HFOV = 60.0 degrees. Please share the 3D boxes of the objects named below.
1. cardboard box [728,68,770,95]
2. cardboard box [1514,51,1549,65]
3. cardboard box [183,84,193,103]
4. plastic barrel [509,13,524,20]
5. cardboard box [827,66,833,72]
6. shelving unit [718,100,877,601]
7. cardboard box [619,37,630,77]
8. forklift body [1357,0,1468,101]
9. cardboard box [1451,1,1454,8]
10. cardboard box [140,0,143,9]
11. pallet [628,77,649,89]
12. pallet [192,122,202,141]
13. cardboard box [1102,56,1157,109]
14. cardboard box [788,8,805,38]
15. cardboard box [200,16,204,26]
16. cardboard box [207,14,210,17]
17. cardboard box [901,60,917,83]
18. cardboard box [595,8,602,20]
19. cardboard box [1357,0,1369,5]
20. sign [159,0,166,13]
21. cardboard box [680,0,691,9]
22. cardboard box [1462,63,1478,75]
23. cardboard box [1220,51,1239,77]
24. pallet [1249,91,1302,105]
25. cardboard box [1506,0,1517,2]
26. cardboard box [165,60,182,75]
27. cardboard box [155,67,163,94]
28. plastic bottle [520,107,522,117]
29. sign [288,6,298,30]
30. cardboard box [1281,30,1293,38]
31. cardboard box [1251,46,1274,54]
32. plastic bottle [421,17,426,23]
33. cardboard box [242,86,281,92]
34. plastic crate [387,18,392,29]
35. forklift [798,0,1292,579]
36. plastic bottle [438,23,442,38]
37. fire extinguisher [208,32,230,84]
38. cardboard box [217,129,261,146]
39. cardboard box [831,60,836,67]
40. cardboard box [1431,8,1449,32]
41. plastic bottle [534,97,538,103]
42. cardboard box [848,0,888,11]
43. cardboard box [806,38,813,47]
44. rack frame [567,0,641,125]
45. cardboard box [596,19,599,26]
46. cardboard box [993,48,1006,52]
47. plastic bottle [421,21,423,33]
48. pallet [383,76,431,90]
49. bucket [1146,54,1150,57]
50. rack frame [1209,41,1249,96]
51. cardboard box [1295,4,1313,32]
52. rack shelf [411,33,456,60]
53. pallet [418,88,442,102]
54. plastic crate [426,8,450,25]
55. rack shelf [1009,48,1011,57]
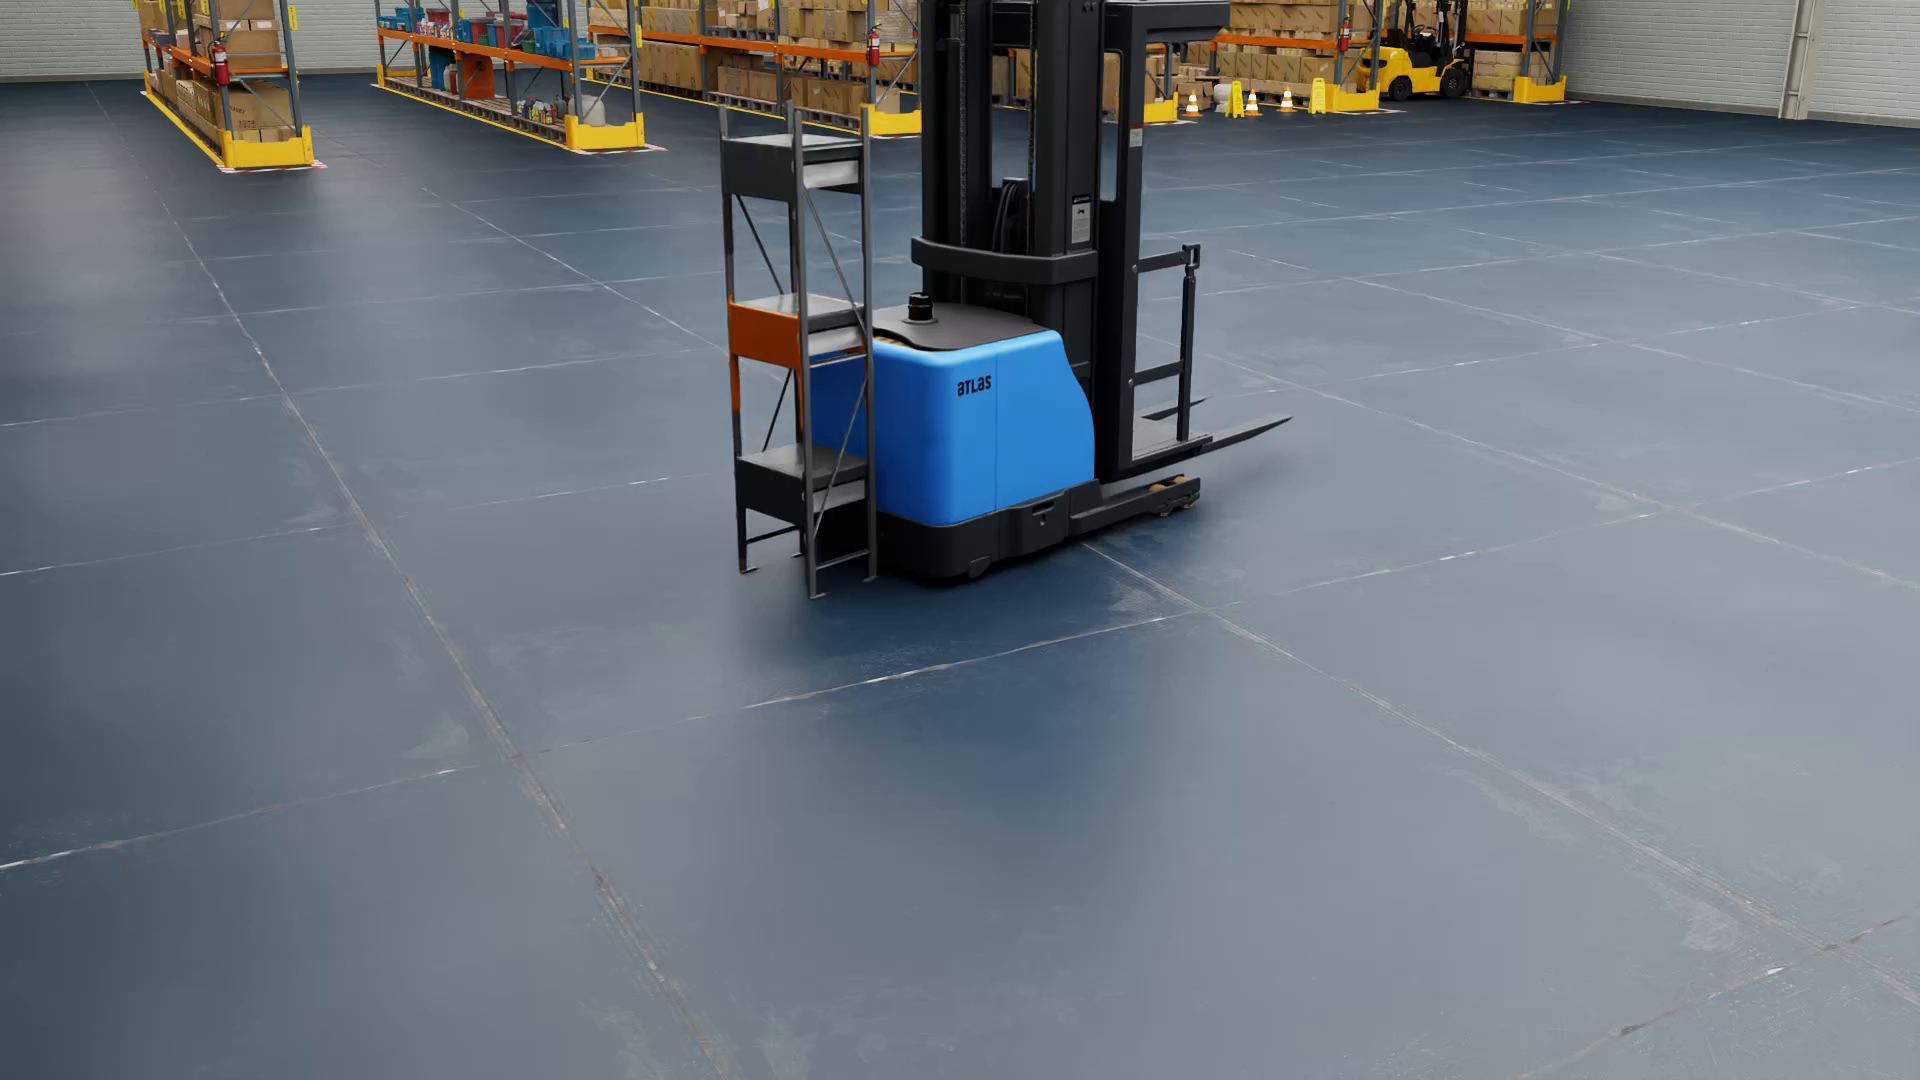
[{"bbox_3d":[-4.242,-9.242,33.473,0.700,0.500,0.500,-12,22,-31],"label":"cardboard box"},{"bbox_3d":[11.973,-10.109,34.867,0.500,0.250,0.500,-10,22,-27],"label":"cardboard box"},{"bbox_3d":[-12.840,-7.553,28.132,0.500,0.311,0.500,-10,22,-27],"label":"cardboard box"},{"bbox_3d":[-8.127,-9.354,30.433,0.433,0.535,0.433,0,19,0],"label":"plastic barrel"},{"bbox_3d":[-3.057,-11.513,40.626,0.380,0.149,0.250,-11,22,-28],"label":"cardboard box"},{"bbox_3d":[-0.700,-0.826,7.305,0.503,2.100,0.431,18,26,42],"label":"shelving unit"},{"bbox_3d":[-7.422,-11.364,39.081,0.875,0.875,0.875,-10,21,-27],"label":"cardboard box"},{"bbox_3d":[9.528,-10.431,35.062,2.313,2.155,1.214,-10,21,-27],"label":"forklift body"},{"bbox_3d":[10.772,-11.493,35.692,0.380,0.149,0.250,-10,22,-28],"label":"cardboard box"},{"bbox_3d":[-16.904,-11.383,34.836,0.500,0.500,0.500,-10,21,-26],"label":"cardboard box"},{"bbox_3d":[-7.044,-10.622,38.591,1.003,0.211,1.213,-10,21,-27],"label":"pallet"},{"bbox_3d":[-12.057,-6.767,27.420,1.003,0.211,1.213,-10,21,-27],"label":"pallet"},{"bbox_3d":[2.979,-8.383,30.441,0.875,0.875,0.875,-10,21,-26],"label":"cardboard box"},{"bbox_3d":[-2.587,-9.314,29.915,0.875,0.500,0.500,-10,21,-27],"label":"cardboard box"},{"bbox_3d":[-11.230,-7.834,25.088,0.380,0.149,0.250,-11,22,-28],"label":"cardboard box"},{"bbox_3d":[-10.742,-7.982,24.523,0.700,0.500,0.500,-10,21,-27],"label":"cardboard box"},{"bbox_3d":[-0.982,-10.466,37.053,0.500,0.500,0.500,-10,21,-27],"label":"cardboard box"},{"bbox_3d":[-8.408,-12.600,39.822,0.500,0.250,0.500,-10,22,-27],"label":"cardboard box"},{"bbox_3d":[9.327,-12.341,38.149,0.380,0.149,0.250,-11,22,-28],"label":"cardboard box"},{"bbox_3d":[-14.045,-9.452,29.270,0.100,0.325,0.005,-10,21,-27],"label":"sign"},{"bbox_3d":[-5.492,-11.483,35.120,0.797,0.503,0.637,-9,21,-25],"label":"cardboard box"},{"bbox_3d":[11.036,-10.087,35.571,0.500,0.250,0.500,-11,22,-28],"label":"cardboard box"},{"bbox_3d":[5.811,-9.991,34.907,0.500,0.500,0.500,-9,21,-24],"label":"cardboard box"},{"bbox_3d":[6.702,-9.092,34.158,1.003,0.211,1.213,-10,21,-27],"label":"pallet"},{"bbox_3d":[11.534,-11.201,34.389,0.380,0.149,0.250,-10,21,-27],"label":"cardboard box"},{"bbox_3d":[-14.743,-8.950,31.478,0.500,0.250,0.500,-10,22,-28],"label":"cardboard box"},{"bbox_3d":[-15.992,-9.323,33.708,0.500,0.500,0.500,-10,21,-27],"label":"cardboard box"},{"bbox_3d":[-7.450,-7.314,28.344,0.097,0.201,0.097,0,19,0],"label":"plastic bottle"},{"bbox_3d":[-9.282,-7.263,23.132,0.100,0.325,0.005,-10,21,-27],"label":"sign"},{"bbox_3d":[6.633,-10.112,33.223,0.380,0.149,0.250,-10,22,-27],"label":"cardboard box"},{"bbox_3d":[6.194,-10.028,34.021,0.380,0.149,0.250,-9,21,-24],"label":"cardboard box"},{"bbox_3d":[-11.210,-10.757,34.782,0.144,0.351,0.185,-10,21,-27],"label":"plastic bottle"},{"bbox_3d":[-10.320,-6.458,24.671,0.500,0.500,0.500,-10,21,-27],"label":"cardboard box"},{"bbox_3d":[-12.557,-11.541,37.142,0.416,0.233,0.300,-10,21,-27],"label":"plastic crate"},{"bbox_3d":[0.600,-1.607,8.295,1.130,2.935,3.031,18,26,42],"label":"forklift"},{"bbox_3d":[-10.322,-10.118,33.033,0.061,0.283,0.133,-10,21,-27],"label":"plastic bottle"},{"bbox_3d":[-10.126,-6.589,22.748,0.296,0.674,0.183,-10,21,-27],"label":"fire extinguisher"},{"bbox_3d":[-10.288,-5.739,23.735,0.500,0.250,0.500,-10,21,-27],"label":"cardboard box"},{"bbox_3d":[-2.908,-11.558,40.298,0.380,0.149,0.250,-11,22,-29],"label":"cardboard box"},{"bbox_3d":[10.619,-11.306,36.144,0.500,0.500,0.500,-10,22,-27],"label":"cardboard box"},{"bbox_3d":[-7.167,-7.328,28.157,0.144,0.351,0.185,-10,21,-27],"label":"plastic bottle"},{"bbox_3d":[-1.532,-9.045,27.604,0.500,0.500,0.500,-10,21,-27],"label":"cardboard box"},{"bbox_3d":[-2.500,-8.831,29.512,0.380,0.149,0.250,-10,21,-27],"label":"cardboard box"},{"bbox_3d":[-5.412,-7.498,25.262,1.000,3.000,0.127,-10,21,-27],"label":"rack frame"},{"bbox_3d":[-8.528,-12.440,39.968,0.380,0.149,0.250,-11,22,-28],"label":"cardboard box"},{"bbox_3d":[1.340,-12.686,43.582,0.875,0.438,0.875,-11,22,-28],"label":"cardboard box"},{"bbox_3d":[-11.132,-10.614,34.490,0.097,0.271,0.097,0,19,0],"label":"plastic bottle"},{"bbox_3d":[-12.653,-10.530,38.325,1.003,0.211,1.213,-10,21,-27],"label":"pallet"},{"bbox_3d":[3.554,-9.642,34.164,0.726,0.611,0.620,-3,9,-8],"label":"bucket"},{"bbox_3d":[5.768,-10.949,35.262,1.000,3.000,0.127,-10,21,-27],"label":"rack frame"},{"bbox_3d":[6.934,-10.246,32.616,0.500,0.500,0.500,-10,21,-27],"label":"cardboard box"},{"bbox_3d":[-10.161,-10.029,33.699,1.077,0.370,4.000,-10,21,-27],"label":"rack shelf"},{"bbox_3d":[-10.781,-9.397,35.040,1.003,0.211,1.213,-10,21,-27],"label":"pallet"},{"bbox_3d":[-11.314,-11.297,36.081,0.402,0.464,0.583,-10,21,-27],"label":"plastic crate"},{"bbox_3d":[0.510,-10.387,34.737,1.077,0.370,4.000,-10,21,-27],"label":"rack shelf"}]
